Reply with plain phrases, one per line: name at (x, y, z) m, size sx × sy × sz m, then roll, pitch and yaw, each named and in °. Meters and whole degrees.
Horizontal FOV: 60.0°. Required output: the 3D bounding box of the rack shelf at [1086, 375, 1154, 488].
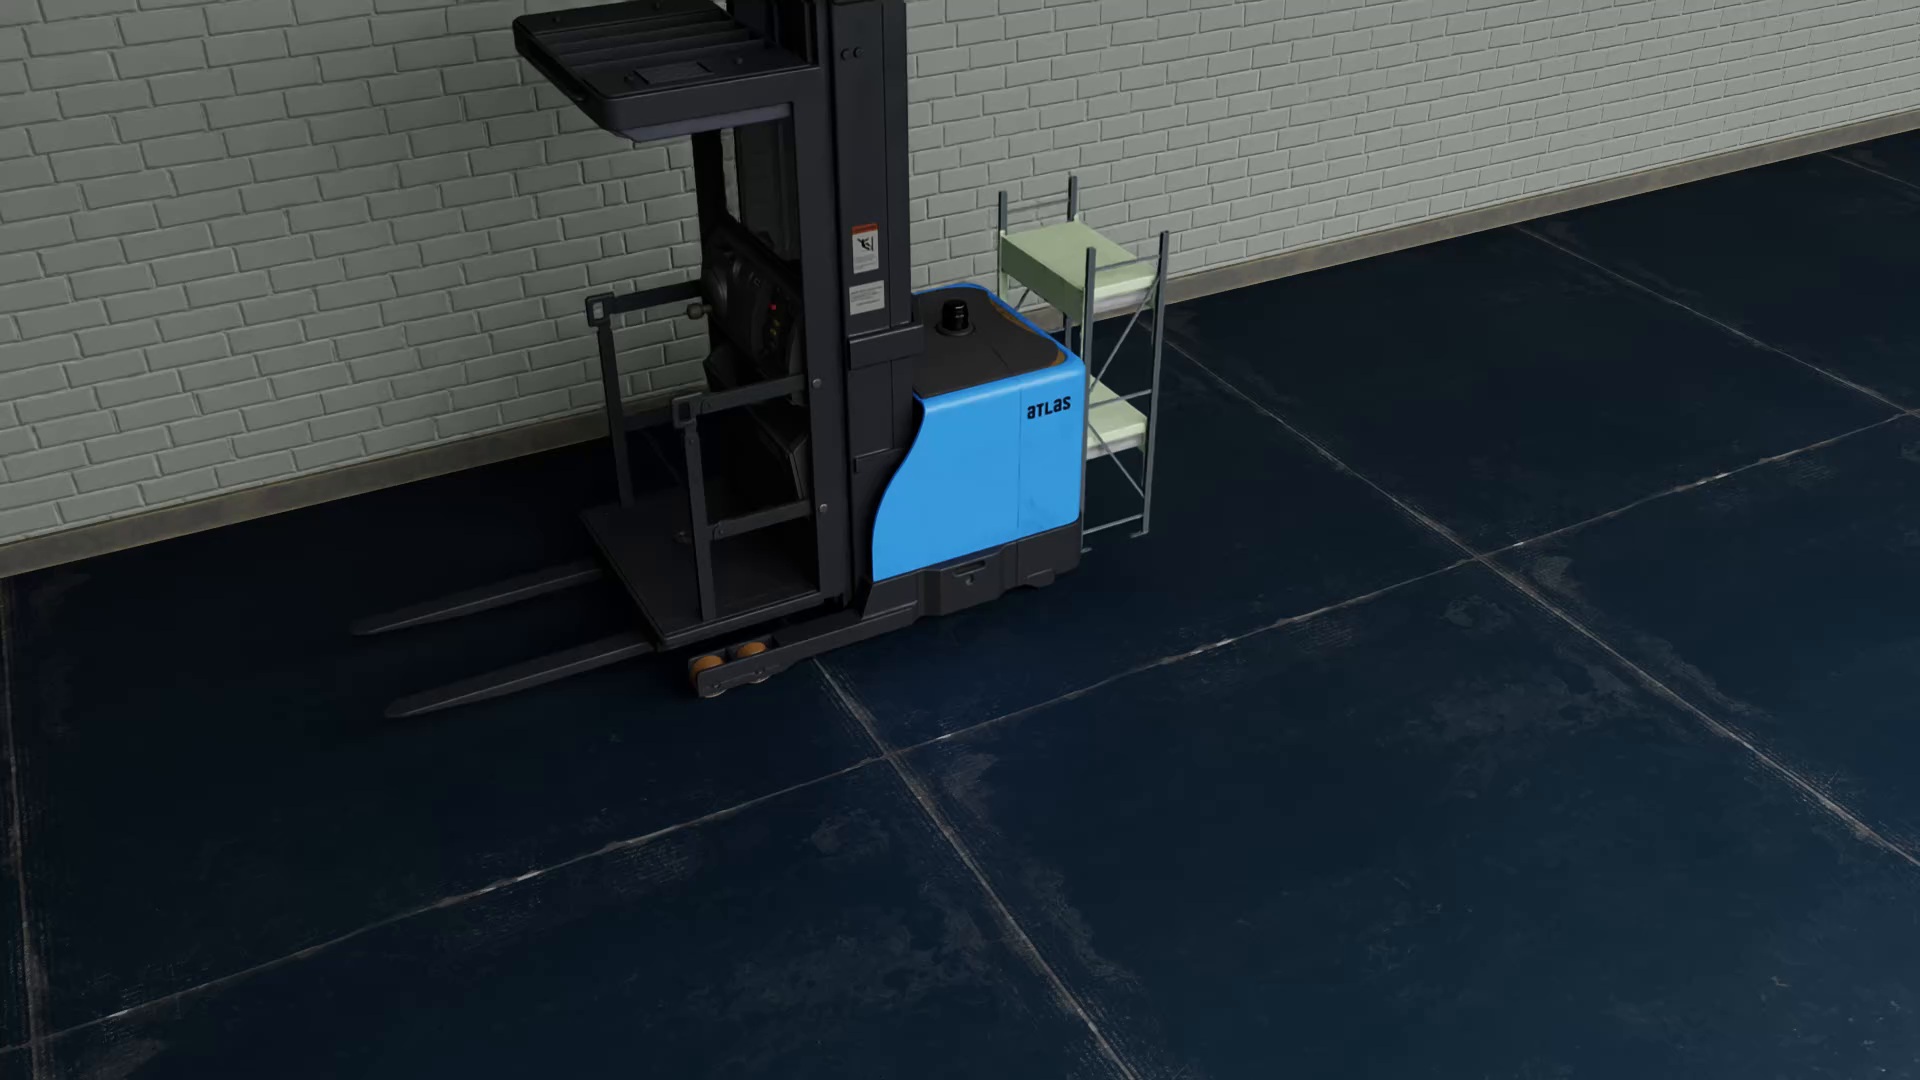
rack shelf at (0.527, -0.517, 7.771) m, size 0.431 × 0.370 × 0.720 m, roll -16°, pitch 36°, yaw -24°

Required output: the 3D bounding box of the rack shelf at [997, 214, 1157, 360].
rack shelf at (0.527, -1.120, 7.384) m, size 0.431 × 0.370 × 0.720 m, roll -16°, pitch 36°, yaw -24°

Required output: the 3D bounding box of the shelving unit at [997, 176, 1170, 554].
shelving unit at (0.527, -0.791, 7.595) m, size 0.431 × 1.500 × 0.755 m, roll -16°, pitch 36°, yaw -24°

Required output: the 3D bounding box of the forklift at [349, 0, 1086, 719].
forklift at (-1.002, -0.922, 6.472) m, size 3.031 × 2.935 × 1.130 m, roll -16°, pitch 36°, yaw -24°

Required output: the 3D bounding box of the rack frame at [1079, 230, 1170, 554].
rack frame at (0.702, -0.618, 7.324) m, size 0.400 × 1.500 × 0.023 m, roll -16°, pitch 36°, yaw -24°

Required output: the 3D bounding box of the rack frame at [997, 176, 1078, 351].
rack frame at (0.352, -0.965, 7.866) m, size 0.400 × 1.500 × 0.023 m, roll -16°, pitch 36°, yaw -24°
